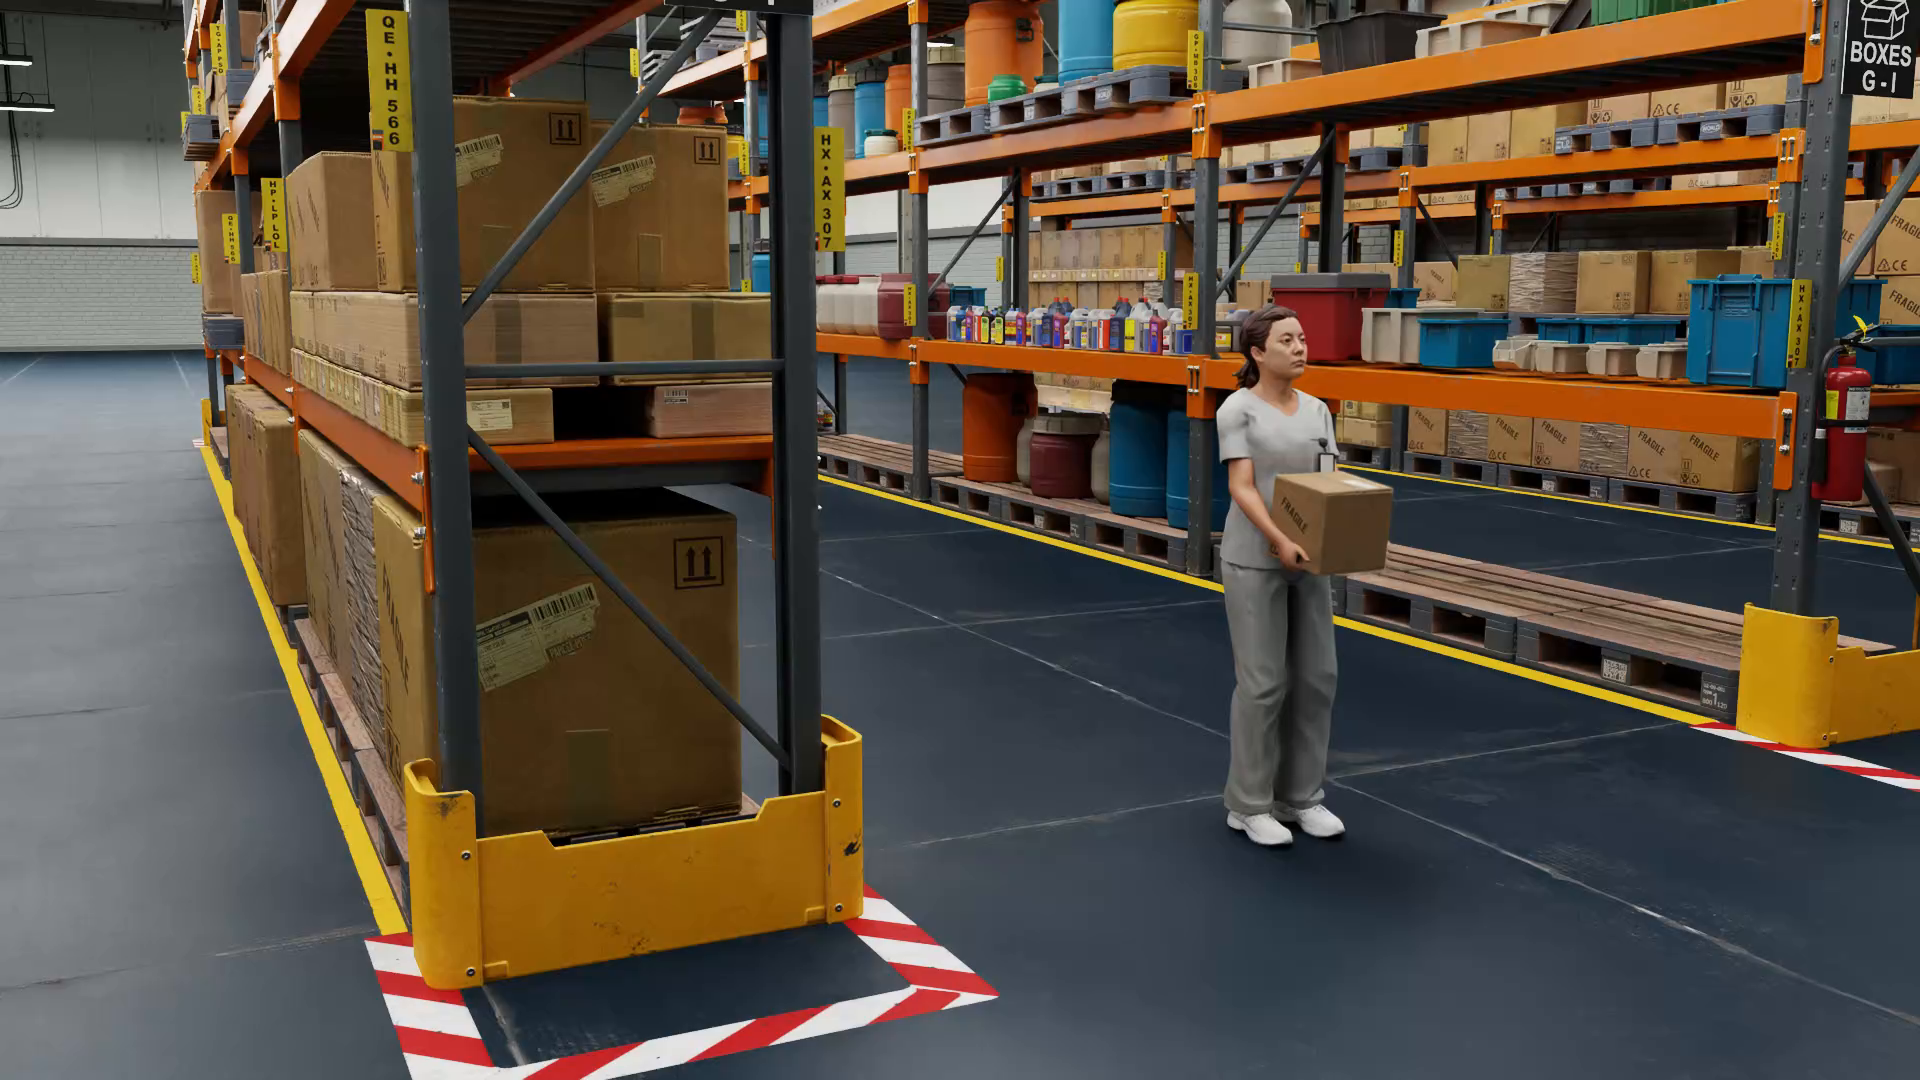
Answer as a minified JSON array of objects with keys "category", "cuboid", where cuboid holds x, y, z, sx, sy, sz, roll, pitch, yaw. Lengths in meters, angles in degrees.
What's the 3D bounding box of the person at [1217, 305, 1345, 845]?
[{"category":"person","cuboid":[1.030,0.104,5.201,0.437,1.662,0.561,-4,10,-25]}]
